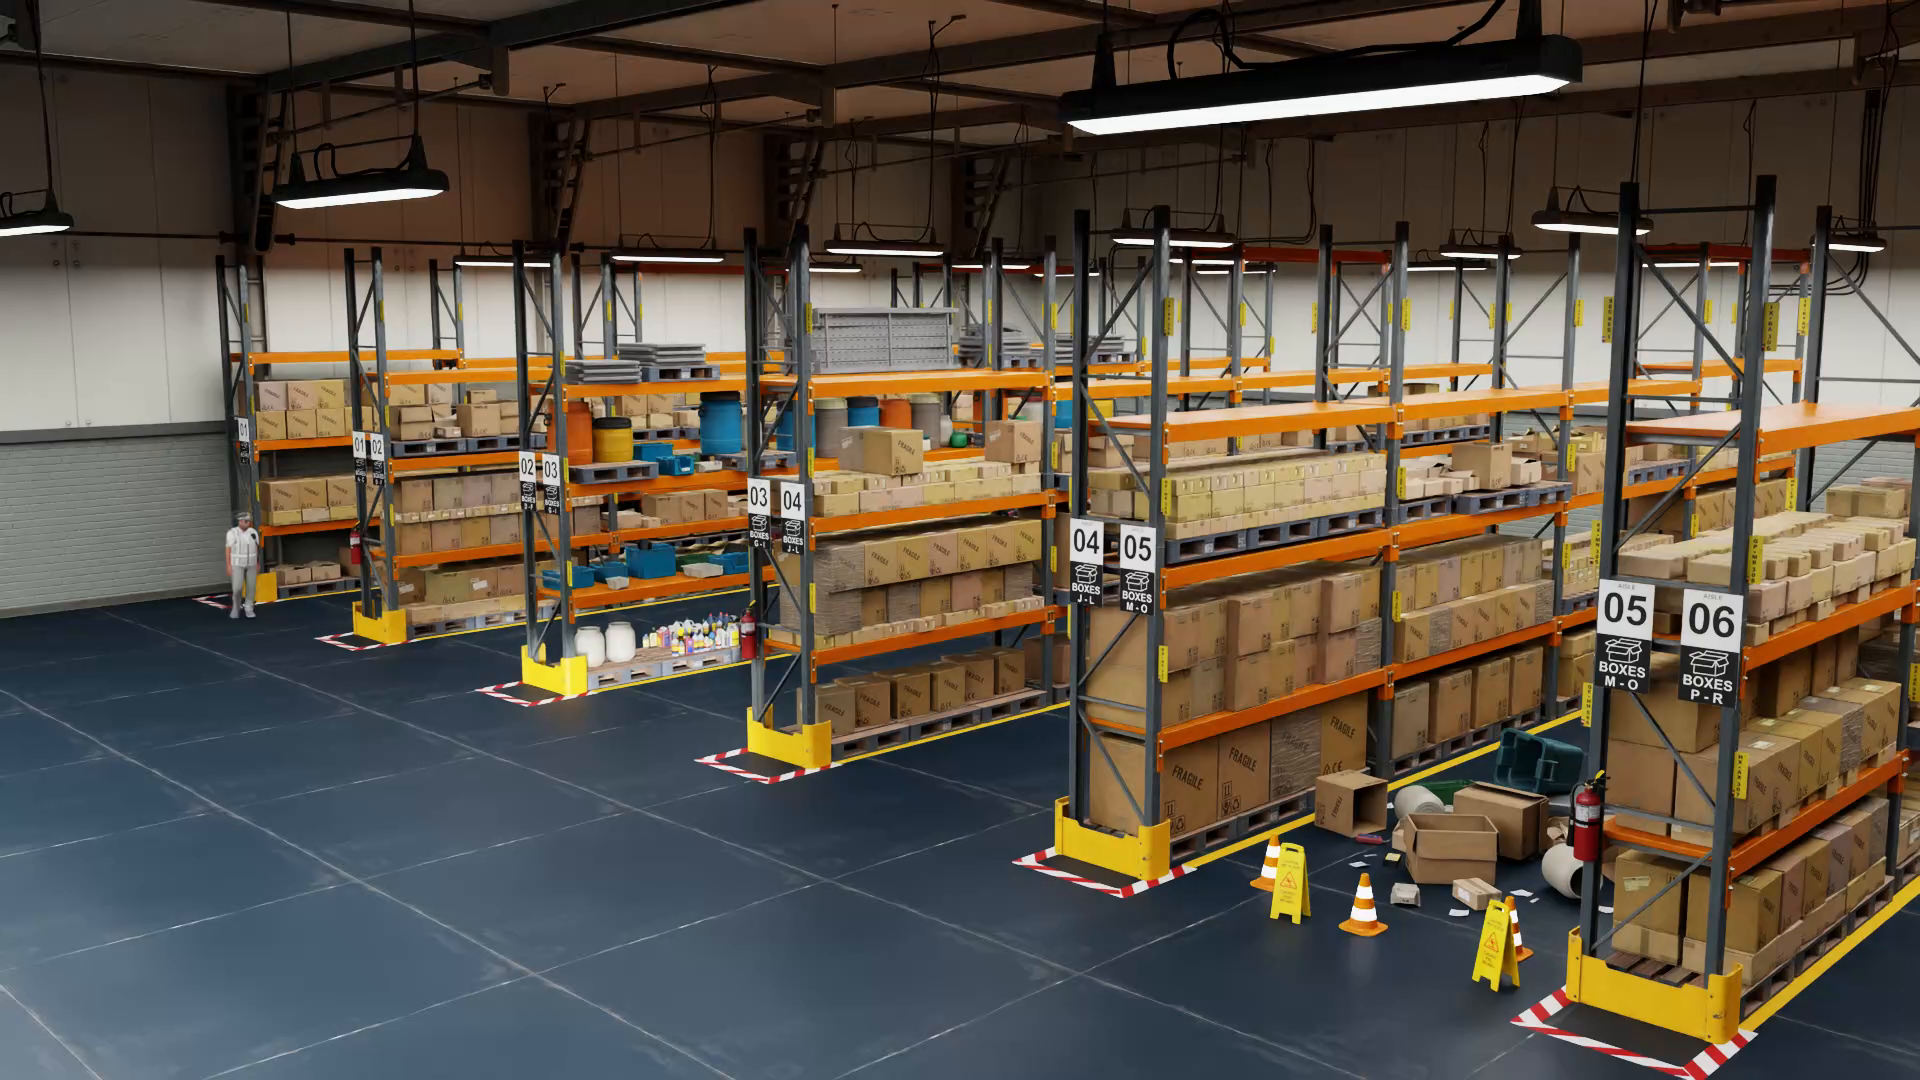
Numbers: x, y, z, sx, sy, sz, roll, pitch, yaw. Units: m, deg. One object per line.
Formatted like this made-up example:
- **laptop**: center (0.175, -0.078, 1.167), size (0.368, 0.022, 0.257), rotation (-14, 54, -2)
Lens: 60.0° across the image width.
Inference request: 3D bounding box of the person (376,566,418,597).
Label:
- **person**: center (-9.922, 0.105, 29.476), size (0.557, 1.737, 0.944), rotation (2, 8, 11)

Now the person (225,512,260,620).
- **person**: center (-11.785, 0.421, 27.355), size (0.569, 1.782, 0.440), rotation (-8, 11, -43)
